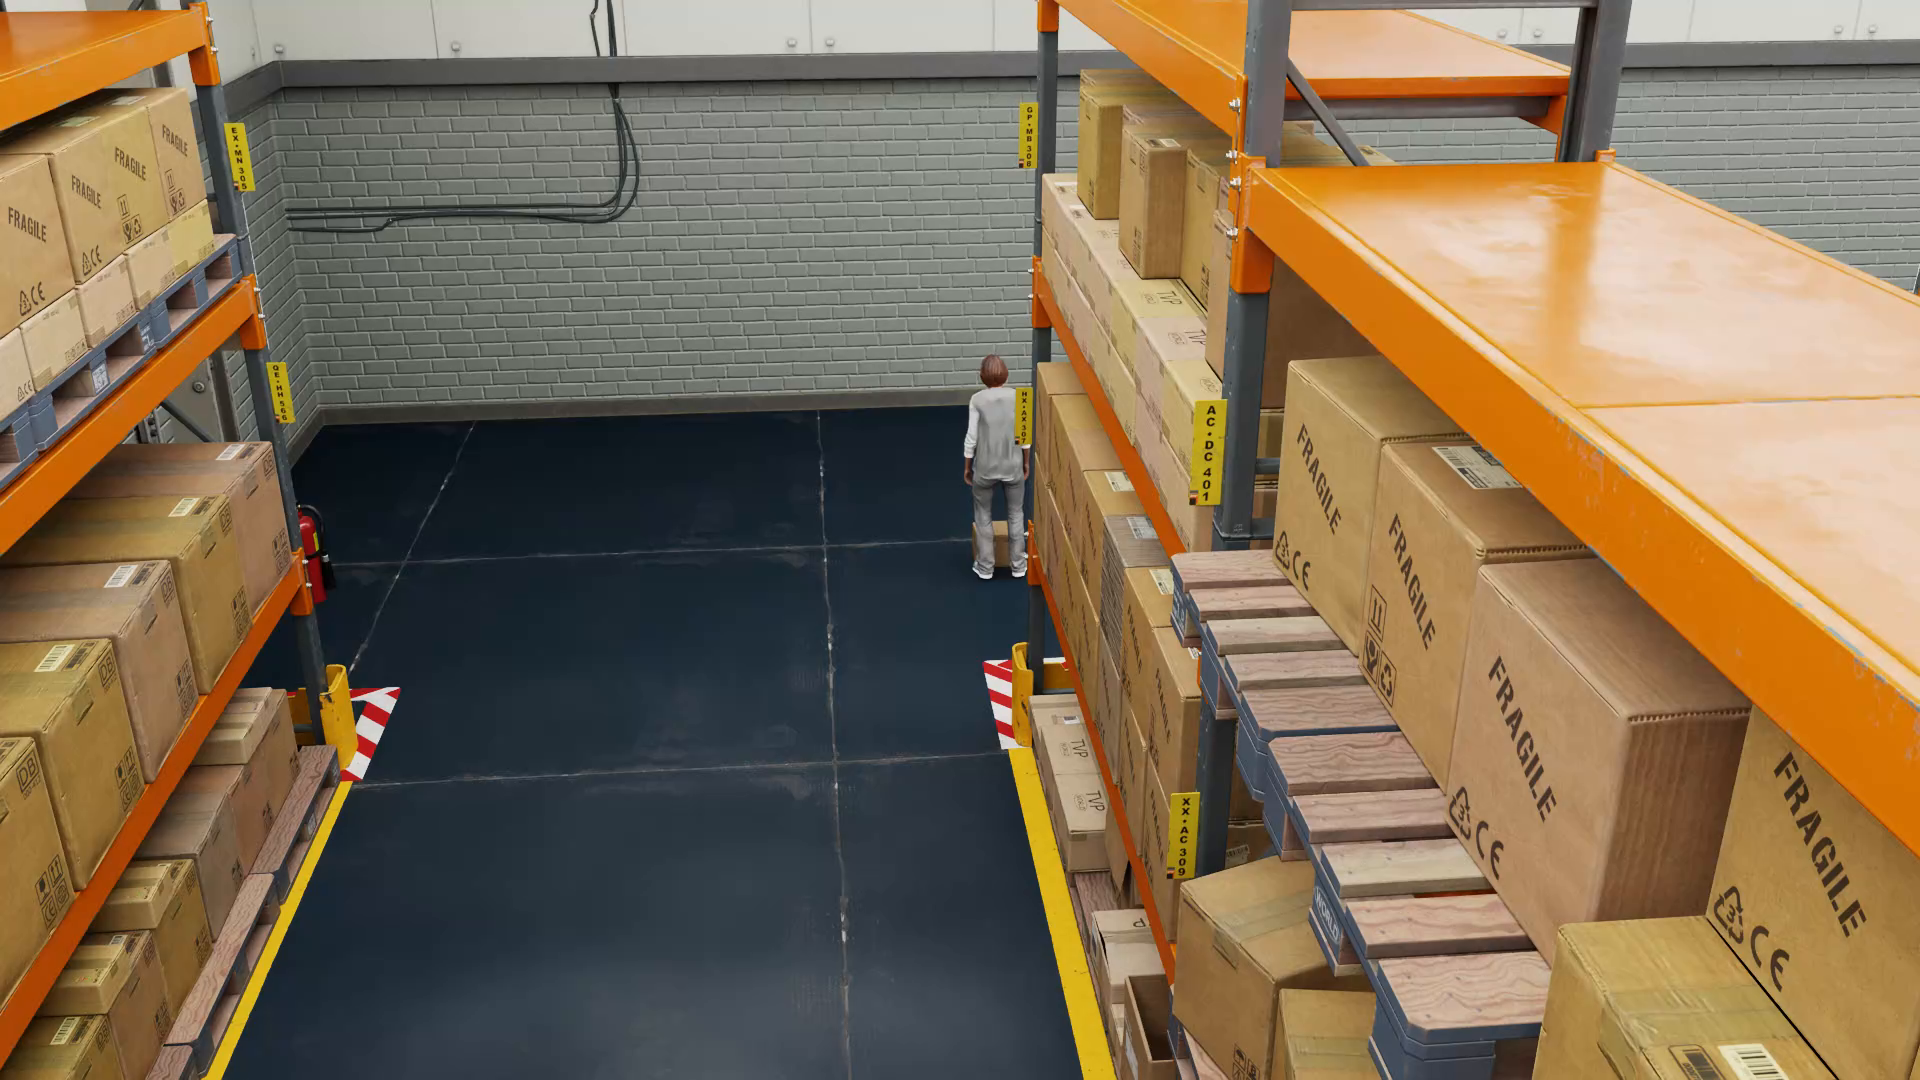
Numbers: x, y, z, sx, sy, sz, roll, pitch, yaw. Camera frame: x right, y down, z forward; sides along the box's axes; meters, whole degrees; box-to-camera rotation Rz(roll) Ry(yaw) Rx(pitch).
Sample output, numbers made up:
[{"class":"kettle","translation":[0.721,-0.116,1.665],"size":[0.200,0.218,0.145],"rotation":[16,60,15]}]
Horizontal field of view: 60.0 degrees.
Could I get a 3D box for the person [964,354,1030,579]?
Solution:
[{"class":"person","translation":[0.260,-0.458,11.408],"size":[0.481,1.530,0.347],"rotation":[-4,24,-8]}]
